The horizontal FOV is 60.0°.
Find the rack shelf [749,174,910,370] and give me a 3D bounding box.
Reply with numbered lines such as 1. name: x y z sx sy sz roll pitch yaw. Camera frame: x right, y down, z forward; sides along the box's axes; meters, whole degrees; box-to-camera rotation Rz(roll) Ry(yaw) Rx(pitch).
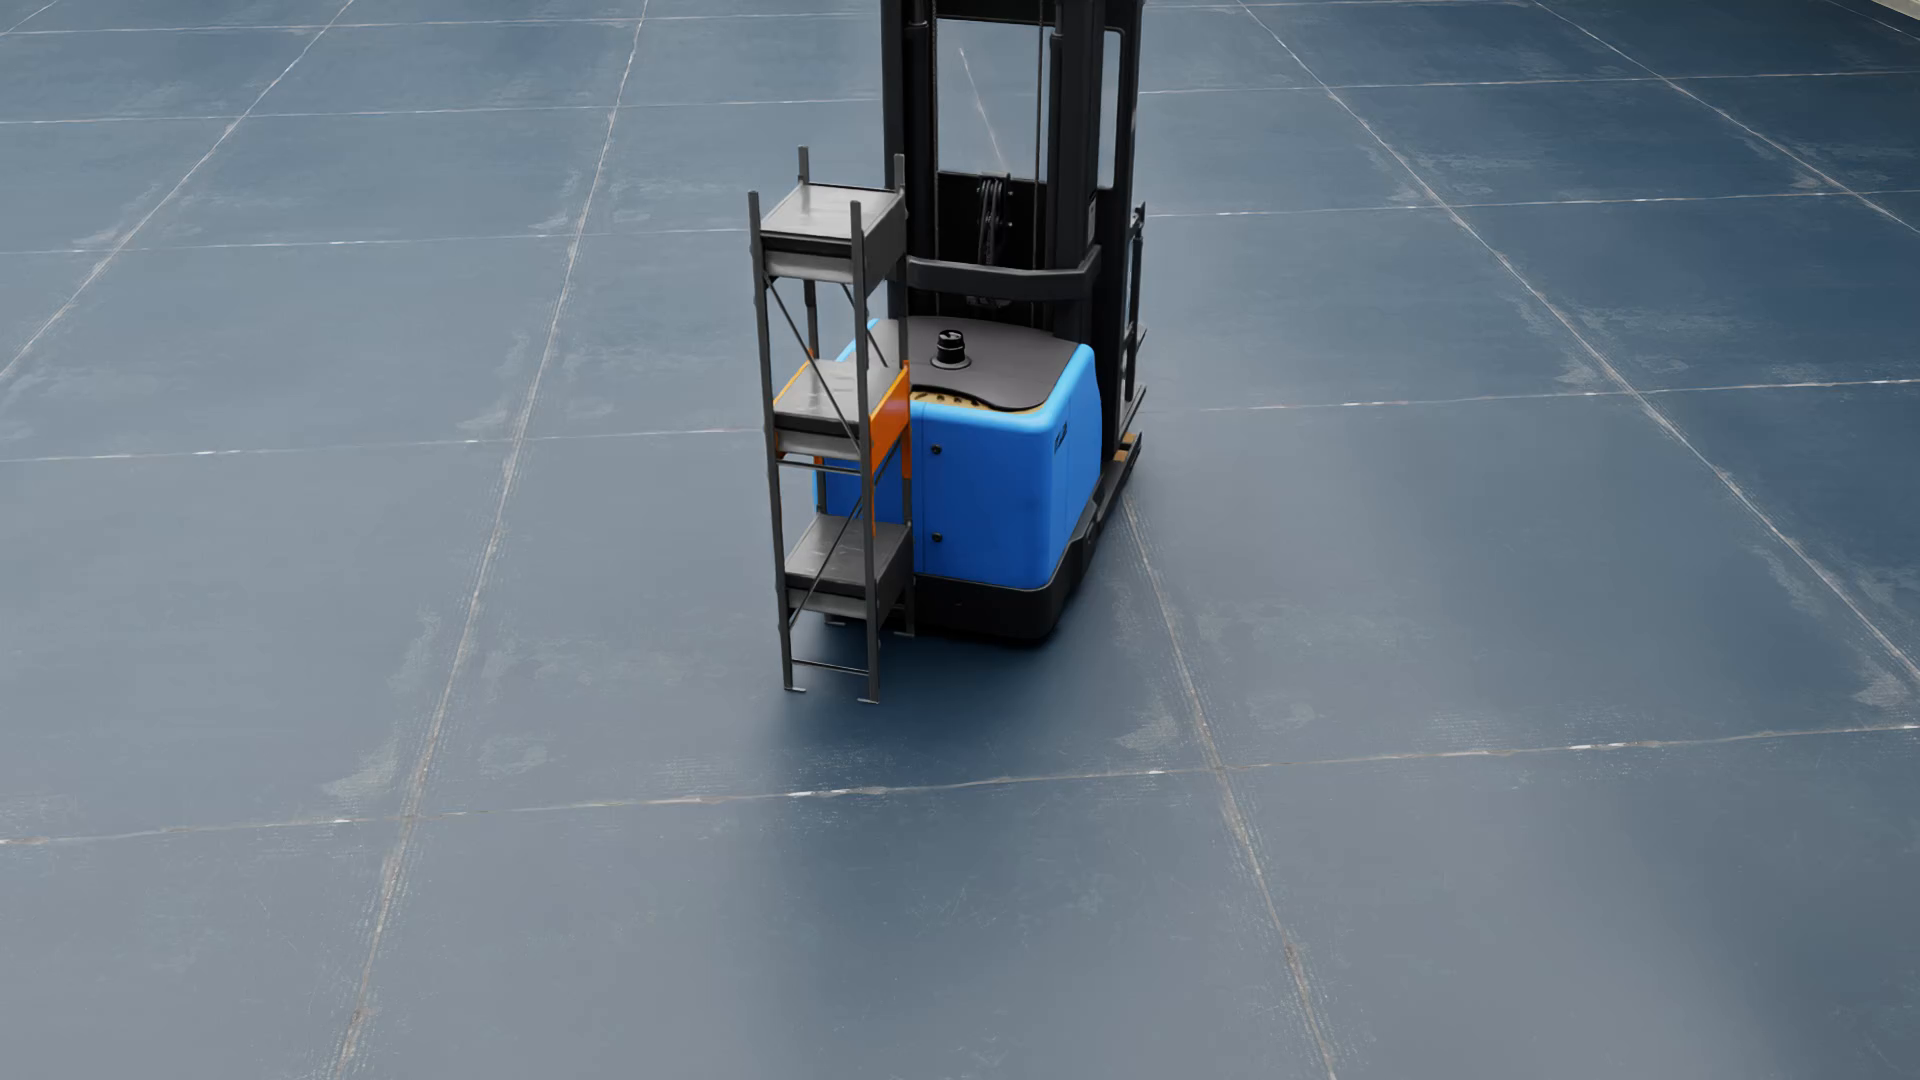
1. rack shelf: -0.458 -0.971 5.983 0.431 0.518 0.480 8 33 13

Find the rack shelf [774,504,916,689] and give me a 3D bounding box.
1. rack shelf: -0.453 0.221 6.717 0.431 0.518 0.480 8 33 13

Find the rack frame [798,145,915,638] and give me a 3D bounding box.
1. rack frame: -0.390 -0.510 6.542 0.400 2.100 0.015 8 33 13

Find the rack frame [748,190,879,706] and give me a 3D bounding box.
1. rack frame: -0.521 -0.263 6.142 0.400 2.100 0.015 8 33 13

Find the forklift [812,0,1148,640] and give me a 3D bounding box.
1. forklift: 0.286 -1.589 7.552 1.130 2.935 3.031 9 32 14

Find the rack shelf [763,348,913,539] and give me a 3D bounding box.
1. rack shelf: -0.456 -0.375 6.350 0.431 0.518 0.480 8 33 13

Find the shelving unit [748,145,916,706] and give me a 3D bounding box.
1. shelving unit: -0.456 -0.386 6.342 0.431 2.100 0.503 8 33 13
